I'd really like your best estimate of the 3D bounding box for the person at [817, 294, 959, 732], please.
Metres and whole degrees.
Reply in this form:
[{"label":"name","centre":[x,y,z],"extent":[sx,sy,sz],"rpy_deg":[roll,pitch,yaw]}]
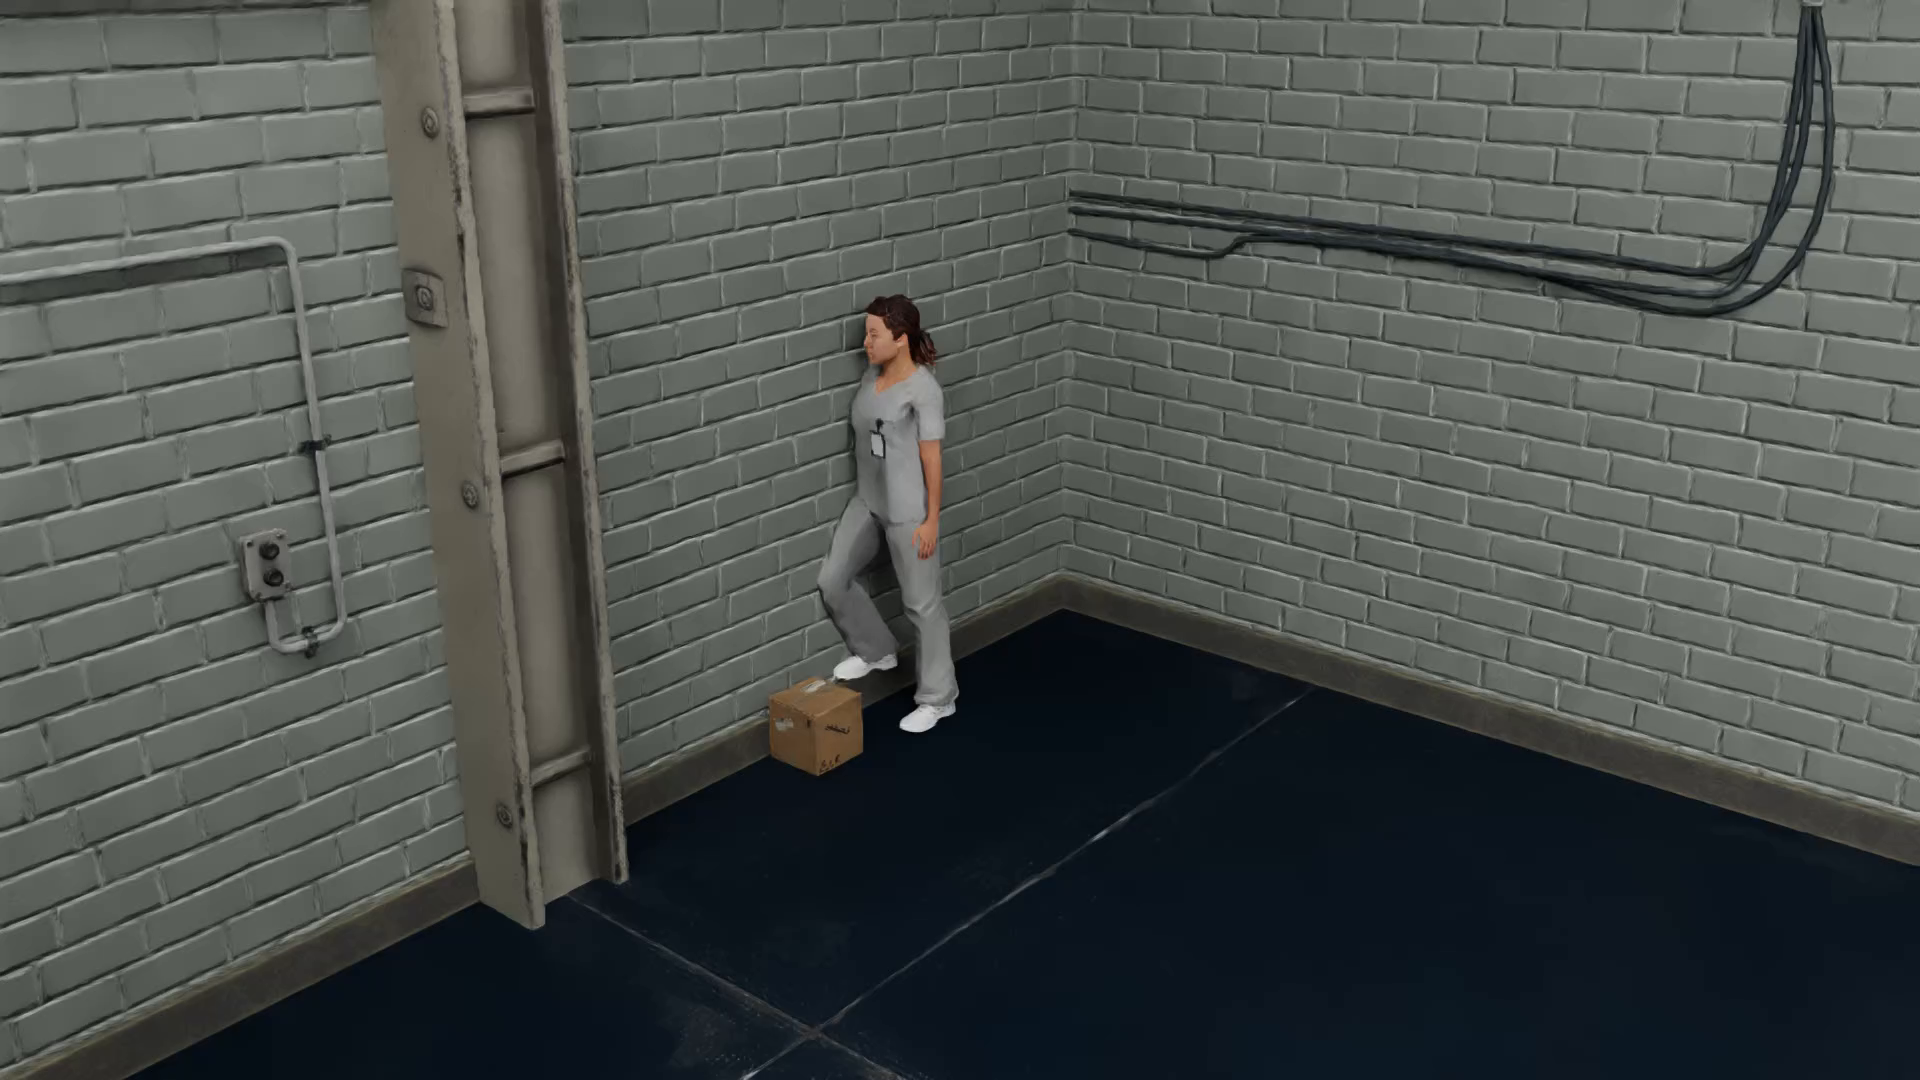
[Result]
[{"label":"person","centre":[-0.289,-0.093,6.305],"extent":[0.480,1.679,0.462],"rpy_deg":[-16,26,-37]}]
